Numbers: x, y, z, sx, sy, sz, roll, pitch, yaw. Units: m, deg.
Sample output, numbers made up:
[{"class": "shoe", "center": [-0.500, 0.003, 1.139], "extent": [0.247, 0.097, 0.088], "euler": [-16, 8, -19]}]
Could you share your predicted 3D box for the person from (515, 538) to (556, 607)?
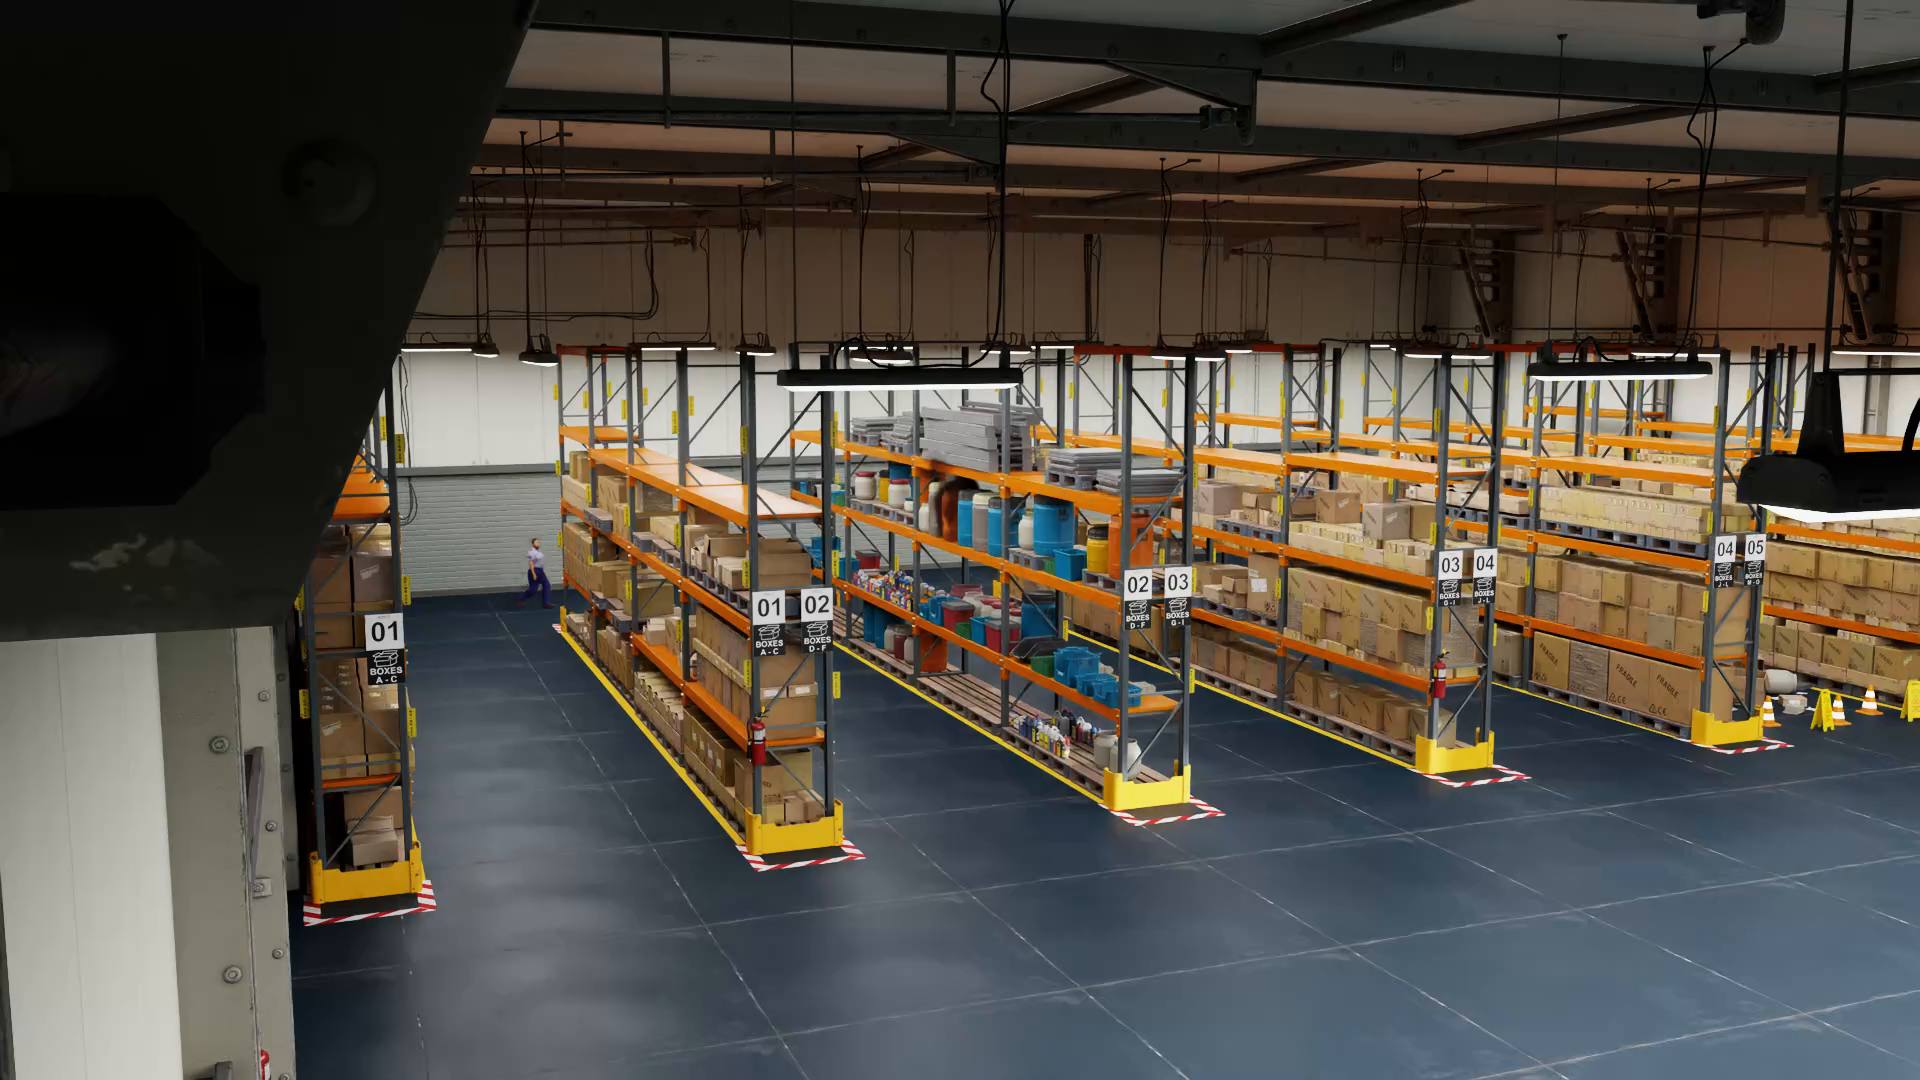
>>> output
[{"class": "person", "center": [-9.646, 0.741, 37.717], "extent": [0.865, 1.598, 0.560], "euler": [0, 7, 1]}]
